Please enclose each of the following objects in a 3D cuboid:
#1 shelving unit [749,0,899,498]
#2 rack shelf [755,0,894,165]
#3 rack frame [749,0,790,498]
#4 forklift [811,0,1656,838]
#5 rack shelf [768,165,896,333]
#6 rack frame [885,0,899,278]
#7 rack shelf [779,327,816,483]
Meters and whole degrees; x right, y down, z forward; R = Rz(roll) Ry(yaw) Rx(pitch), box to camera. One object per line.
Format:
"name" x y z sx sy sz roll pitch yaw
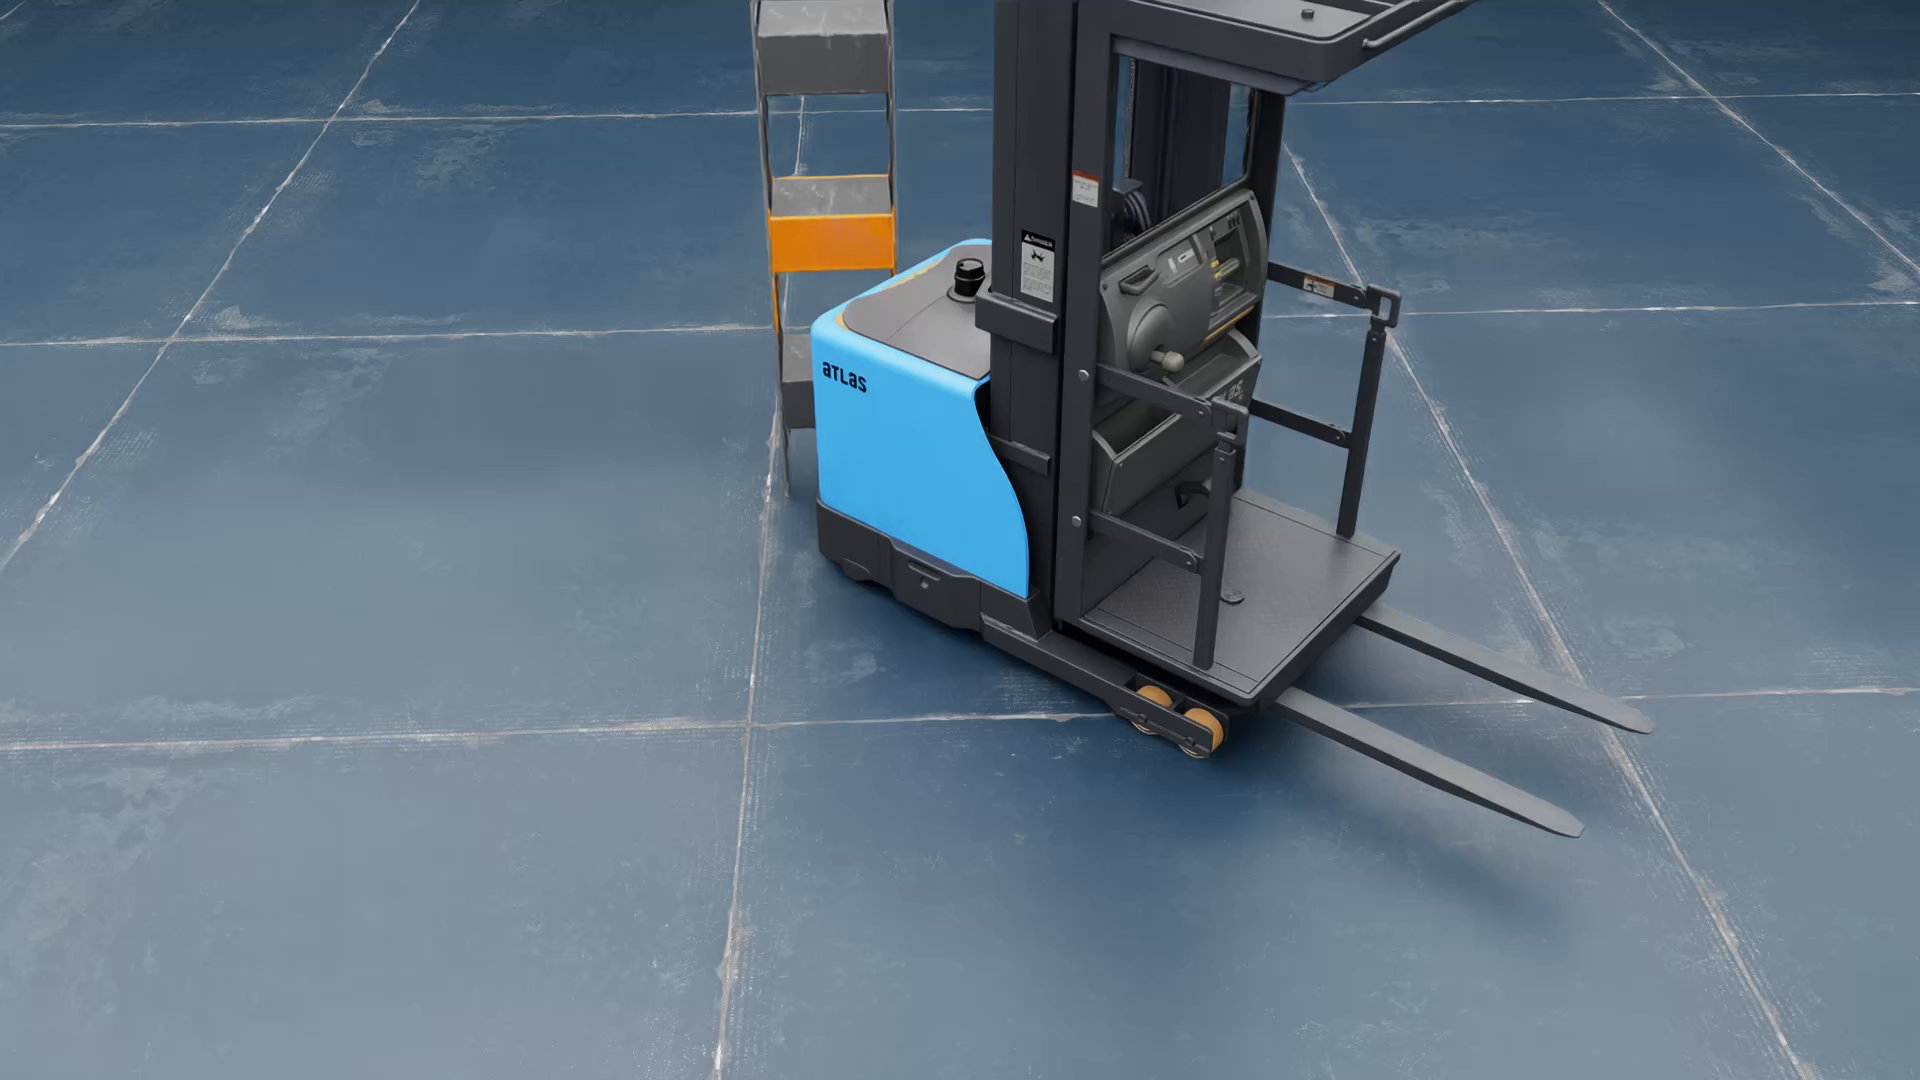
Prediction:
"shelving unit" -0.502 -1.166 6.589 0.503 2.100 0.431 -2 35 -3
"rack shelf" -0.502 -1.730 6.199 0.480 0.518 0.431 -2 35 -3
"rack frame" -0.745 -1.155 6.575 0.015 2.100 0.400 -2 35 -3
"forklift" 0.906 -0.805 5.338 3.031 2.935 1.130 25 42 31
"rack shelf" -0.502 -1.155 6.597 0.480 0.518 0.431 -2 35 -3
"rack frame" -0.258 -1.176 6.604 0.015 2.100 0.400 -2 35 -3
"rack shelf" -0.502 -0.579 6.995 0.480 0.518 0.431 -2 35 -3
